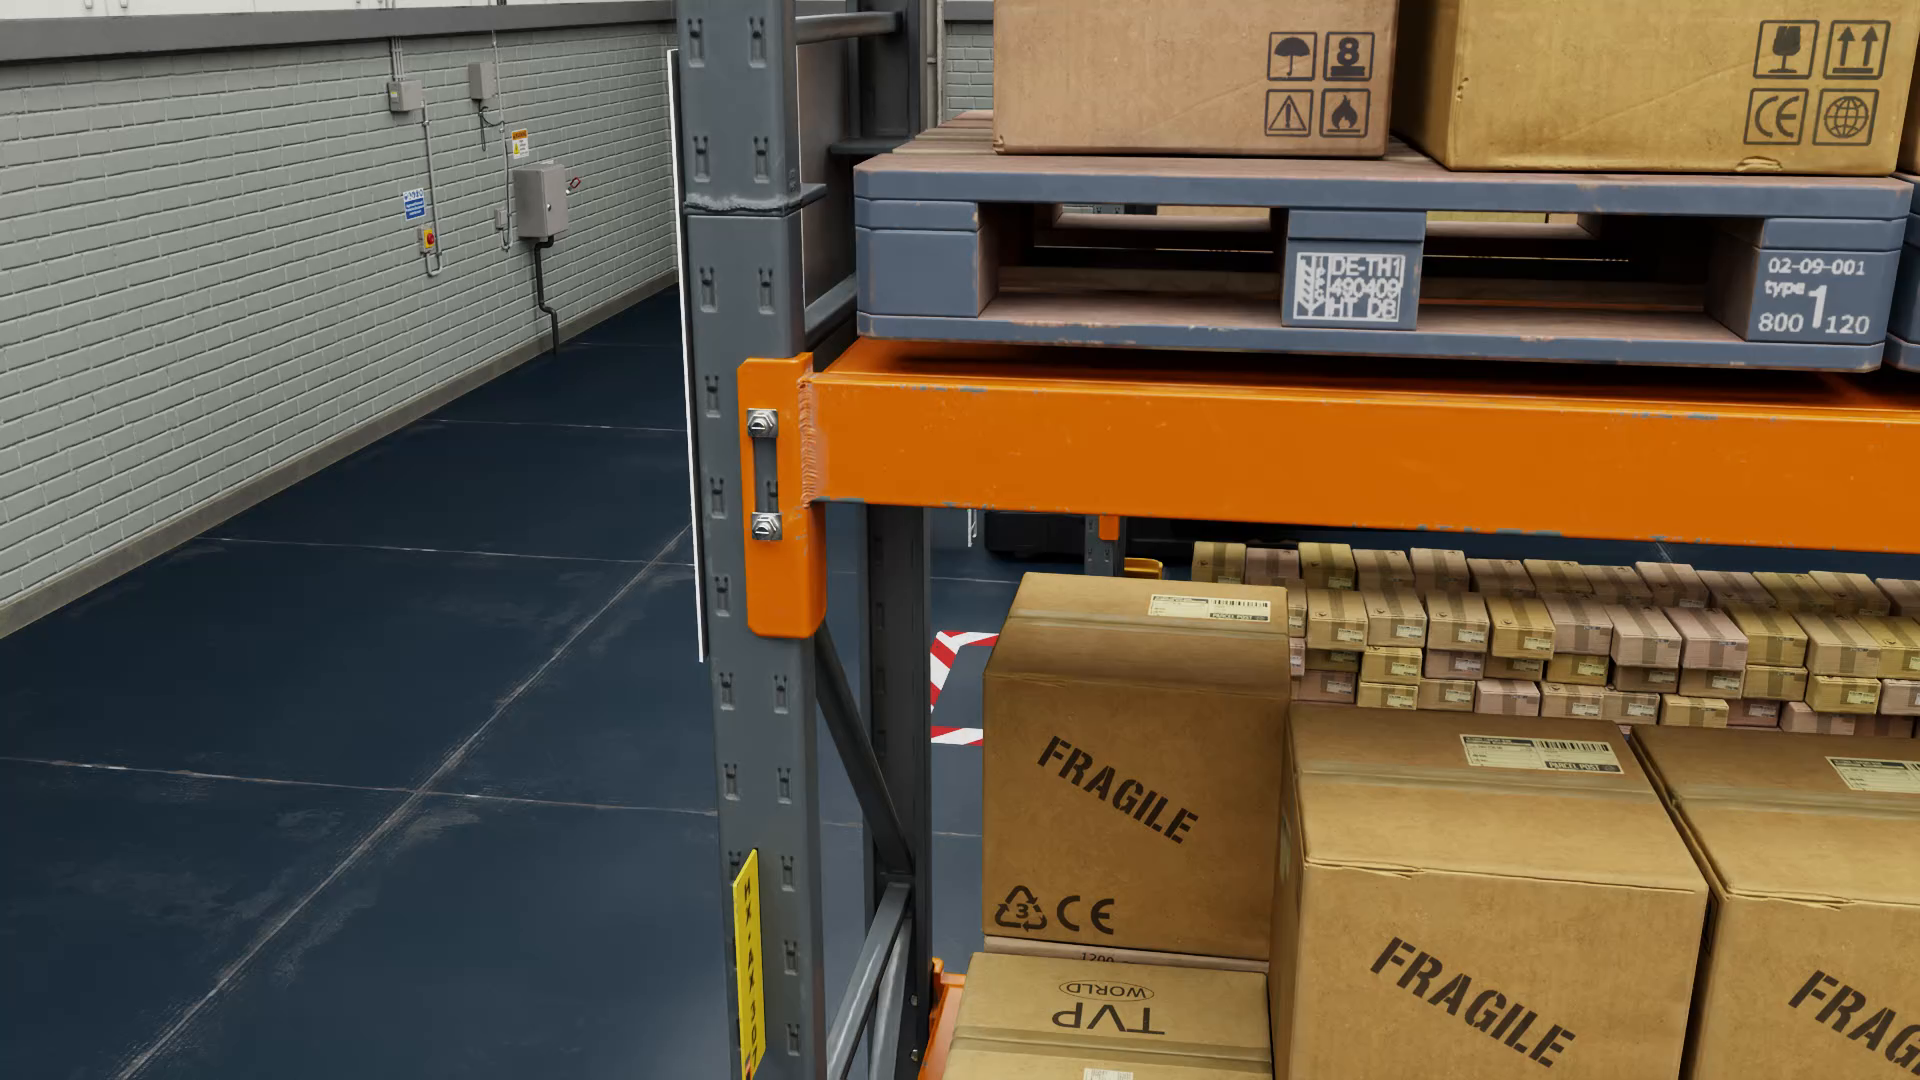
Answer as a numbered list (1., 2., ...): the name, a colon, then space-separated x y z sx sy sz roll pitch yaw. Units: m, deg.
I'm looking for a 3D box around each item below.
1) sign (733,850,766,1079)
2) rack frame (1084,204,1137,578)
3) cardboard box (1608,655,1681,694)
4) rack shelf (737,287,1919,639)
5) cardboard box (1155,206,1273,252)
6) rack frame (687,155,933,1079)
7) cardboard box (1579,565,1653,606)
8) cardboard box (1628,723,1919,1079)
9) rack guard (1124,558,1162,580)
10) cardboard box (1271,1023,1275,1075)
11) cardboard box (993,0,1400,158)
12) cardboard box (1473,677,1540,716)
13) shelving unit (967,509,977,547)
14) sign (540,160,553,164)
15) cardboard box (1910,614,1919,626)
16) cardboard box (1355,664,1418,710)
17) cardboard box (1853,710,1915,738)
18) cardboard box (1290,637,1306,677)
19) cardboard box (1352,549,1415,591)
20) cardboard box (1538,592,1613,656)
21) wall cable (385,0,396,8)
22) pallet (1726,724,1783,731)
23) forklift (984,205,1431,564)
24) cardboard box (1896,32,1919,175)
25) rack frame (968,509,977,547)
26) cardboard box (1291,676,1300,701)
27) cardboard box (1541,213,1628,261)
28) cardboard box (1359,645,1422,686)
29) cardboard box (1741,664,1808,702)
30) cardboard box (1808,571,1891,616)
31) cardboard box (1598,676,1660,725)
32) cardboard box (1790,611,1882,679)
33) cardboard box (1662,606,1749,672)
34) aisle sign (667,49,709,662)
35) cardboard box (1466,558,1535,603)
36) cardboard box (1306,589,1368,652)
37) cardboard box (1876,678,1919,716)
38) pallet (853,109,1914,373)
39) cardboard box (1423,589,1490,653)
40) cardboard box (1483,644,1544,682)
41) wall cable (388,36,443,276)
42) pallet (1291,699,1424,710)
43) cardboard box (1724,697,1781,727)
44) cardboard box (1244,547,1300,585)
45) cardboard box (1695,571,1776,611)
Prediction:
1. sign: -0.291 0.597 2.304 0.005 0.325 0.100 3 19 9
2. rack frame: 0.689 -0.678 7.601 0.127 3.000 1.000 3 19 9
3. cardboard box: 2.993 0.531 7.350 0.250 0.149 0.380 2 19 6
4. rack shelf: 1.778 -0.110 2.310 4.000 0.370 1.077 3 19 9
5. cardboard box: 1.091 -1.235 7.064 0.500 0.500 0.500 3 19 8
6. rack frame: -0.197 0.871 2.973 0.127 3.000 1.000 3 19 9
7. cardboard box: 3.030 0.250 7.722 0.250 0.149 0.380 2 19 6
8. cardboard box: 1.240 0.604 2.358 0.500 0.500 0.500 2 19 7
9. rack guard: 0.764 0.511 7.987 0.348 0.500 1.175 3 19 9
10. cardboard box: 0.824 0.768 3.048 0.500 0.250 0.500 3 19 8
11. cardboard box: 0.325 -0.836 2.370 0.500 0.500 0.700 2 19 5
12. cardboard box: 2.408 0.670 7.406 0.250 0.149 0.380 2 19 6
13. shelving unit: -0.163 -0.577 10.138 0.503 1.200 0.258 3 19 9
14. sign: -3.845 -3.281 15.531 0.001 0.494 0.329 3 19 9
15. cardboard box: 4.246 0.458 7.101 0.250 0.149 0.380 3 19 10
16. cardboard box: 1.909 0.647 7.474 0.250 0.149 0.380 3 19 9
17. cardboard box: 3.954 0.724 7.243 0.250 0.149 0.380 3 19 10
18. cardboard box: 1.427 0.472 7.527 0.250 0.149 0.380 3 19 8
19. cardboard box: 2.013 0.177 7.940 0.250 0.149 0.380 2 19 6
20. cardboard box: 2.719 0.368 7.368 0.250 0.149 0.380 3 19 9
21. wall cable: -4.286 -5.277 11.891 0.029 3.000 0.463 3 19 9
22. pallet: 3.970 0.823 7.510 1.213 0.211 1.003 3 19 9
23. forklift: 1.682 -1.396 9.856 3.031 2.935 1.130 1 19 3
24. cardboard box: 1.379 -0.759 2.140 0.500 0.500 0.700 2 19 5
25. rack frame: 0.077 -0.565 10.101 0.015 1.200 0.240 3 19 9
26. cardboard box: 1.427 0.589 7.646 0.250 0.149 0.380 3 19 8
27. cardboard box: 2.603 -1.154 6.821 0.500 0.500 0.500 2 19 7
28. cardboard box: 1.919 0.504 7.433 0.250 0.149 0.380 4 19 10
29. cardboard box: 3.509 0.558 7.270 0.250 0.149 0.380 3 19 9
30. cardboard box: 4.069 0.280 7.634 0.250 0.149 0.380 4 19 11
31. cardboard box: 2.929 0.677 7.383 0.250 0.149 0.380 3 19 10
32. cardboard box: 3.741 0.447 7.133 0.250 0.149 0.380 3 19 8
33. cardboard box: 3.215 0.425 7.199 0.250 0.149 0.380 2 19 6
34. aisle sign: -0.316 -0.271 2.290 0.004 0.787 0.394 3 19 9
35. cardboard box: 2.529 0.221 7.809 0.250 0.149 0.380 2 19 7
36. cardboard box: 1.673 0.355 7.409 0.250 0.149 0.380 3 19 9
37. cardboard box: 4.008 0.609 7.117 0.250 0.149 0.380 2 19 6
38. pallet: 0.537 -0.475 2.409 1.213 0.211 1.003 3 19 9
39. cardboard box: 2.203 0.358 7.399 0.250 0.149 0.380 4 19 11
40. cardboard box: 2.471 0.488 7.480 0.250 0.149 0.380 4 19 11
41. wall cable: -4.196 -3.007 12.911 0.123 1.953 0.585 3 19 9
42. pallet: 1.561 0.700 7.877 1.213 0.211 1.003 3 19 9
43. cardboard box: 3.442 0.680 7.376 0.250 0.149 0.380 2 19 7
44. cardboard box: 1.491 0.171 7.959 0.250 0.149 0.380 3 19 10
45. cardboard box: 3.550 0.276 7.644 0.250 0.149 0.380 2 19 7
